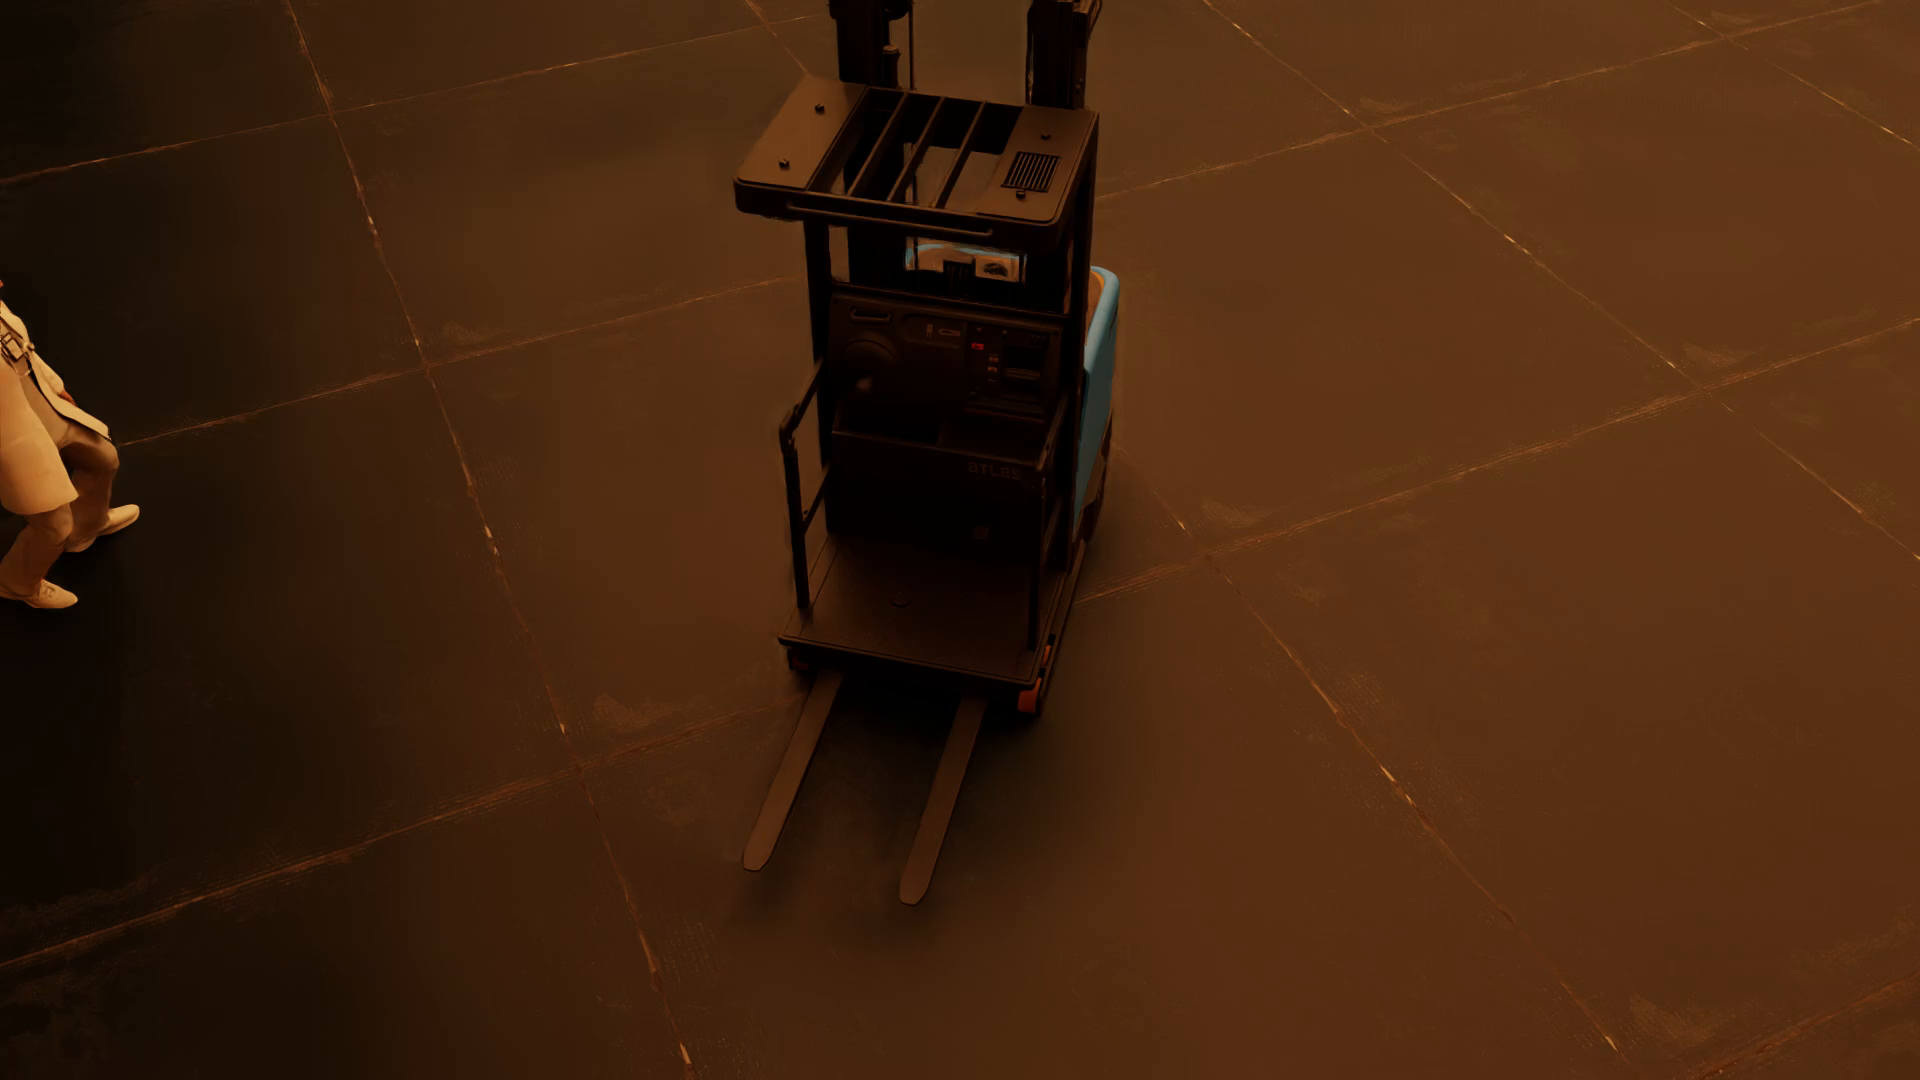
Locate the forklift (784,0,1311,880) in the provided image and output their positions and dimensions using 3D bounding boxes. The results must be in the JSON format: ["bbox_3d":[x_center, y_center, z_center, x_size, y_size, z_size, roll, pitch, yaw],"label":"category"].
[{"bbox_3d":[0.338,-0.668,6.396,1.130,2.935,3.031,-20,47,-20],"label":"forklift"}]

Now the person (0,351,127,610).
[{"bbox_3d":[-4.166,-0.456,7.037,0.427,1.750,0.866,-1,43,-1],"label":"person"}]
